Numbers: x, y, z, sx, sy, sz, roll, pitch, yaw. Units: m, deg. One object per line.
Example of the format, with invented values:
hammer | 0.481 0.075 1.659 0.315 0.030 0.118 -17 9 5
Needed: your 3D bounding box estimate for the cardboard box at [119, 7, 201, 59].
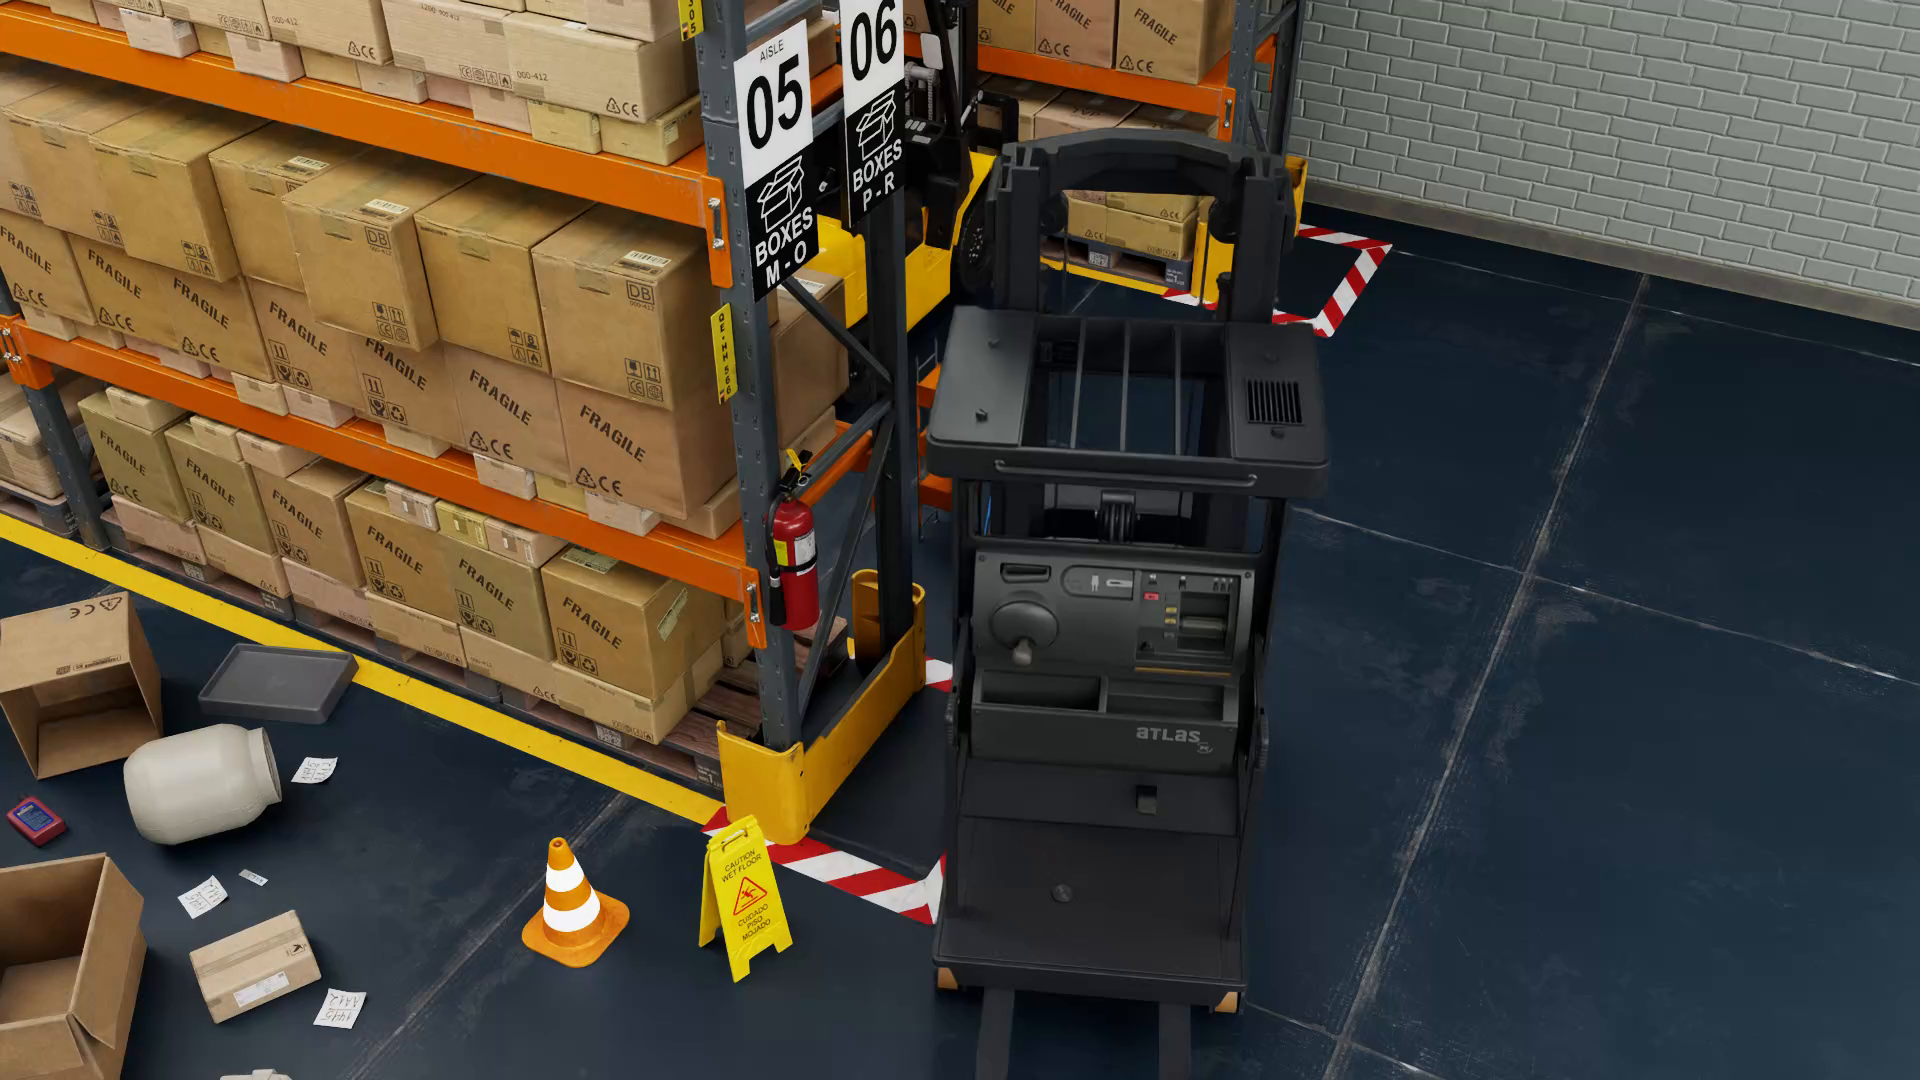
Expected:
cardboard box | -2.765 -1.883 5.977 0.250 0.149 0.380 17 40 21

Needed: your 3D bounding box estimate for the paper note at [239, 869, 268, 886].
paper note | -2.764 1.320 6.503 0.123 0.001 0.032 17 41 21

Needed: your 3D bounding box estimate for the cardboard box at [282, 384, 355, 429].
cardboard box | -2.533 -0.637 6.816 0.250 0.149 0.380 17 40 21

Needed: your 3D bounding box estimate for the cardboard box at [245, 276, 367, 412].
cardboard box | -2.417 -0.896 6.620 0.500 0.500 0.500 18 41 22

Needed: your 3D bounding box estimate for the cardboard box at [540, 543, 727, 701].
cardboard box | -1.313 0.246 6.752 0.500 0.500 0.500 18 41 22

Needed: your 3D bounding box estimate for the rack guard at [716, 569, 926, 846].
rack guard | -0.549 0.674 6.949 0.348 0.500 1.175 17 41 21

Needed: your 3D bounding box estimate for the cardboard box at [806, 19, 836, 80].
cardboard box | -0.627 -1.662 5.685 0.250 0.149 0.380 17 41 22

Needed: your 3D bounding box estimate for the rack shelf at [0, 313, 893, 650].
rack shelf | -2.258 -0.570 7.115 4.000 0.370 1.077 17 41 21

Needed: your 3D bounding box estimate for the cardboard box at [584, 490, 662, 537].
cardboard box | -1.188 -0.200 6.241 0.250 0.149 0.380 17 40 21

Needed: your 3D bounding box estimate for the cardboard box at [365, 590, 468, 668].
cardboard box | -2.247 0.256 7.358 0.500 0.250 0.500 16 40 20

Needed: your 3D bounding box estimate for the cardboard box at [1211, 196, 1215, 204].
cardboard box | 1.451 -2.280 10.700 0.500 0.250 0.500 18 41 22

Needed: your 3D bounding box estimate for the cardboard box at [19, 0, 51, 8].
cardboard box | -3.392 -2.177 6.363 0.250 0.149 0.380 17 41 22

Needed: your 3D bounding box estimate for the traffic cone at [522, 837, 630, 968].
traffic cone | -1.457 1.283 6.177 0.334 0.463 0.336 17 41 21

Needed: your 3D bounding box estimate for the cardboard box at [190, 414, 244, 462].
cardboard box | -3.094 -0.524 7.229 0.250 0.149 0.380 19 41 23

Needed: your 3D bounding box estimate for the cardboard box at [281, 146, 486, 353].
cardboard box | -1.982 -1.113 6.080 0.500 0.500 0.700 17 40 21

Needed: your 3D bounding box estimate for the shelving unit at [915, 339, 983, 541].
shelving unit | -0.048 -0.433 7.952 0.252 1.050 0.215 17 41 21

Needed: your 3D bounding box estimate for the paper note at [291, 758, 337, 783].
paper note | -2.700 0.960 6.960 0.148 0.019 0.142 4 37 6

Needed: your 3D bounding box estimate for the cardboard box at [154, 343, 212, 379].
cardboard box | -3.200 -0.865 7.117 0.250 0.149 0.380 19 41 23

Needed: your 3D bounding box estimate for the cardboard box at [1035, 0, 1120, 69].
cardboard box | 0.783 -3.151 9.838 0.500 0.500 0.500 19 41 23

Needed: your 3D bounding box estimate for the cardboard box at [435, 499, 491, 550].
cardboard box | -1.892 -0.150 6.737 0.250 0.149 0.380 18 41 22

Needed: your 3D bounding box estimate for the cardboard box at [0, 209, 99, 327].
cardboard box | -3.771 -1.299 7.152 0.500 0.500 0.500 17 40 21

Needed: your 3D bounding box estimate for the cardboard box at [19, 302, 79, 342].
cardboard box | -3.902 -1.053 7.364 0.250 0.149 0.380 17 40 21

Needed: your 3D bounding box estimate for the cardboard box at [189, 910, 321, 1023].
cardboard box | -2.574 1.555 6.078 0.380 0.149 0.250 -21 42 -25

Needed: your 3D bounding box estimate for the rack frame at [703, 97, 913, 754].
rack frame | -0.482 -0.300 6.165 0.127 3.000 1.000 17 41 21

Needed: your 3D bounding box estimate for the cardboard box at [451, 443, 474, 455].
cardboard box | -1.811 -0.485 6.616 0.250 0.149 0.380 18 41 22

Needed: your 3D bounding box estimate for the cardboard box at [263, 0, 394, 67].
cardboard box | -1.969 -1.834 5.582 0.500 0.250 0.500 19 41 23

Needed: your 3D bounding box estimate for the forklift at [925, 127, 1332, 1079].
forklift | 0.490 0.316 5.410 1.130 2.935 3.031 4 37 5

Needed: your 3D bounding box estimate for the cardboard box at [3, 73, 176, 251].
cardboard box | -3.299 -1.577 6.691 0.500 0.500 0.700 18 41 22

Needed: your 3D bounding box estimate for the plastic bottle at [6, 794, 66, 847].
plastic bottle | -3.750 1.123 6.719 0.283 0.061 0.133 25 44 29

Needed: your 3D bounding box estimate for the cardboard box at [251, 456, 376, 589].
cardboard box | -2.694 -0.187 7.322 0.500 0.500 0.500 20 41 24

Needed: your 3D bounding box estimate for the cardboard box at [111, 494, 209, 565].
cardboard box | -3.634 -0.176 7.927 0.500 0.250 0.500 16 40 19

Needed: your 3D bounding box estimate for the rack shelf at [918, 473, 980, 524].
rack shelf | -0.048 -0.203 8.127 0.240 0.259 0.215 17 41 21

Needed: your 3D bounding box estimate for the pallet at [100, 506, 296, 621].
pallet | -3.421 -0.134 8.252 1.213 0.211 1.003 17 41 21

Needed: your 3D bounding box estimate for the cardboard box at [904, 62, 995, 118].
cardboard box | -0.110 -2.816 10.579 0.500 0.250 0.500 17 40 21

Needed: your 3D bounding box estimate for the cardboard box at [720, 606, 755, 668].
cardboard box | -1.071 0.255 7.360 0.500 0.250 0.500 17 40 21

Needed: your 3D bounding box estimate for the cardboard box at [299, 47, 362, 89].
cardboard box | -2.052 -1.715 5.756 0.250 0.149 0.380 16 40 20

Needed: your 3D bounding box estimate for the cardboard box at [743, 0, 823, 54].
cardboard box | -0.806 -1.837 5.586 0.500 0.250 0.500 17 40 21

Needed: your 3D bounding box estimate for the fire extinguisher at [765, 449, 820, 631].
fire extinguisher | -0.592 0.010 5.820 0.183 0.674 0.296 17 41 21

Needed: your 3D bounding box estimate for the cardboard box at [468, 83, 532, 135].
cardboard box | -1.384 -1.488 5.456 0.250 0.149 0.380 19 41 23

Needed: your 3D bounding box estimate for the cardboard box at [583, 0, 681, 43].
cardboard box | -0.918 -1.648 5.008 0.250 0.149 0.380 18 41 22

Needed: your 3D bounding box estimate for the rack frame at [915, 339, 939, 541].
rack frame | -0.156 -0.467 7.997 0.008 1.050 0.200 17 41 21

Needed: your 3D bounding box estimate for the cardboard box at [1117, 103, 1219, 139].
cardboard box | 1.245 -2.397 10.027 0.500 0.250 0.500 19 41 23

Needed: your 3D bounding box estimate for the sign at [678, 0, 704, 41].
sign | -0.755 -1.556 4.605 0.005 0.325 0.100 17 41 21

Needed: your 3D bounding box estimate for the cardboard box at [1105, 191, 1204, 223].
cardboard box | 1.222 -2.205 10.187 0.500 0.250 0.500 17 40 21

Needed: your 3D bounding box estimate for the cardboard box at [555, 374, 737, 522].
cardboard box | -1.091 -0.462 6.049 0.500 0.500 0.500 17 40 21
